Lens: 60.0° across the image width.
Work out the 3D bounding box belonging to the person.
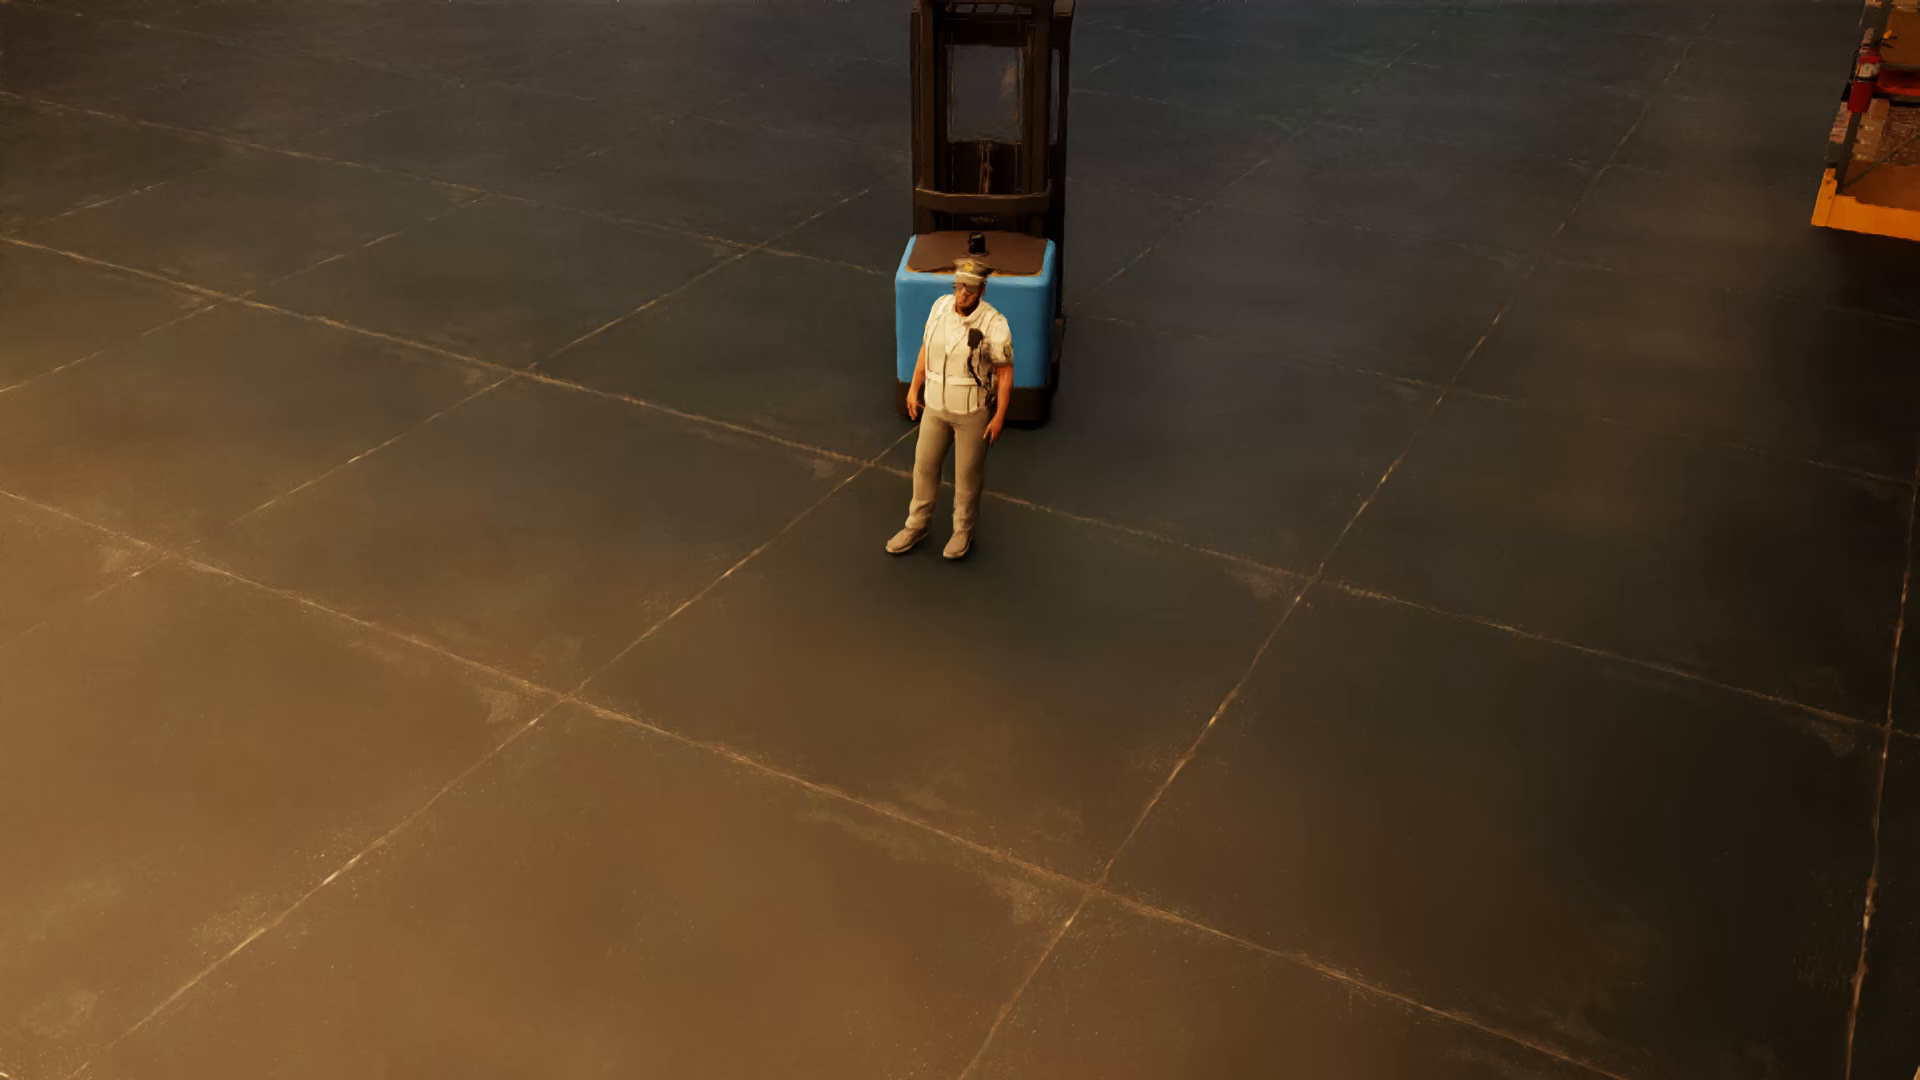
[{"bbox_3d":[-0.048,-0.748,9.499,0.640,1.781,0.574,15,33,25],"label":"person"}]

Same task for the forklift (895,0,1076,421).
[{"bbox_3d":[0.231,-2.790,11.905,1.130,2.935,3.031,3,30,5],"label":"forklift"}]
